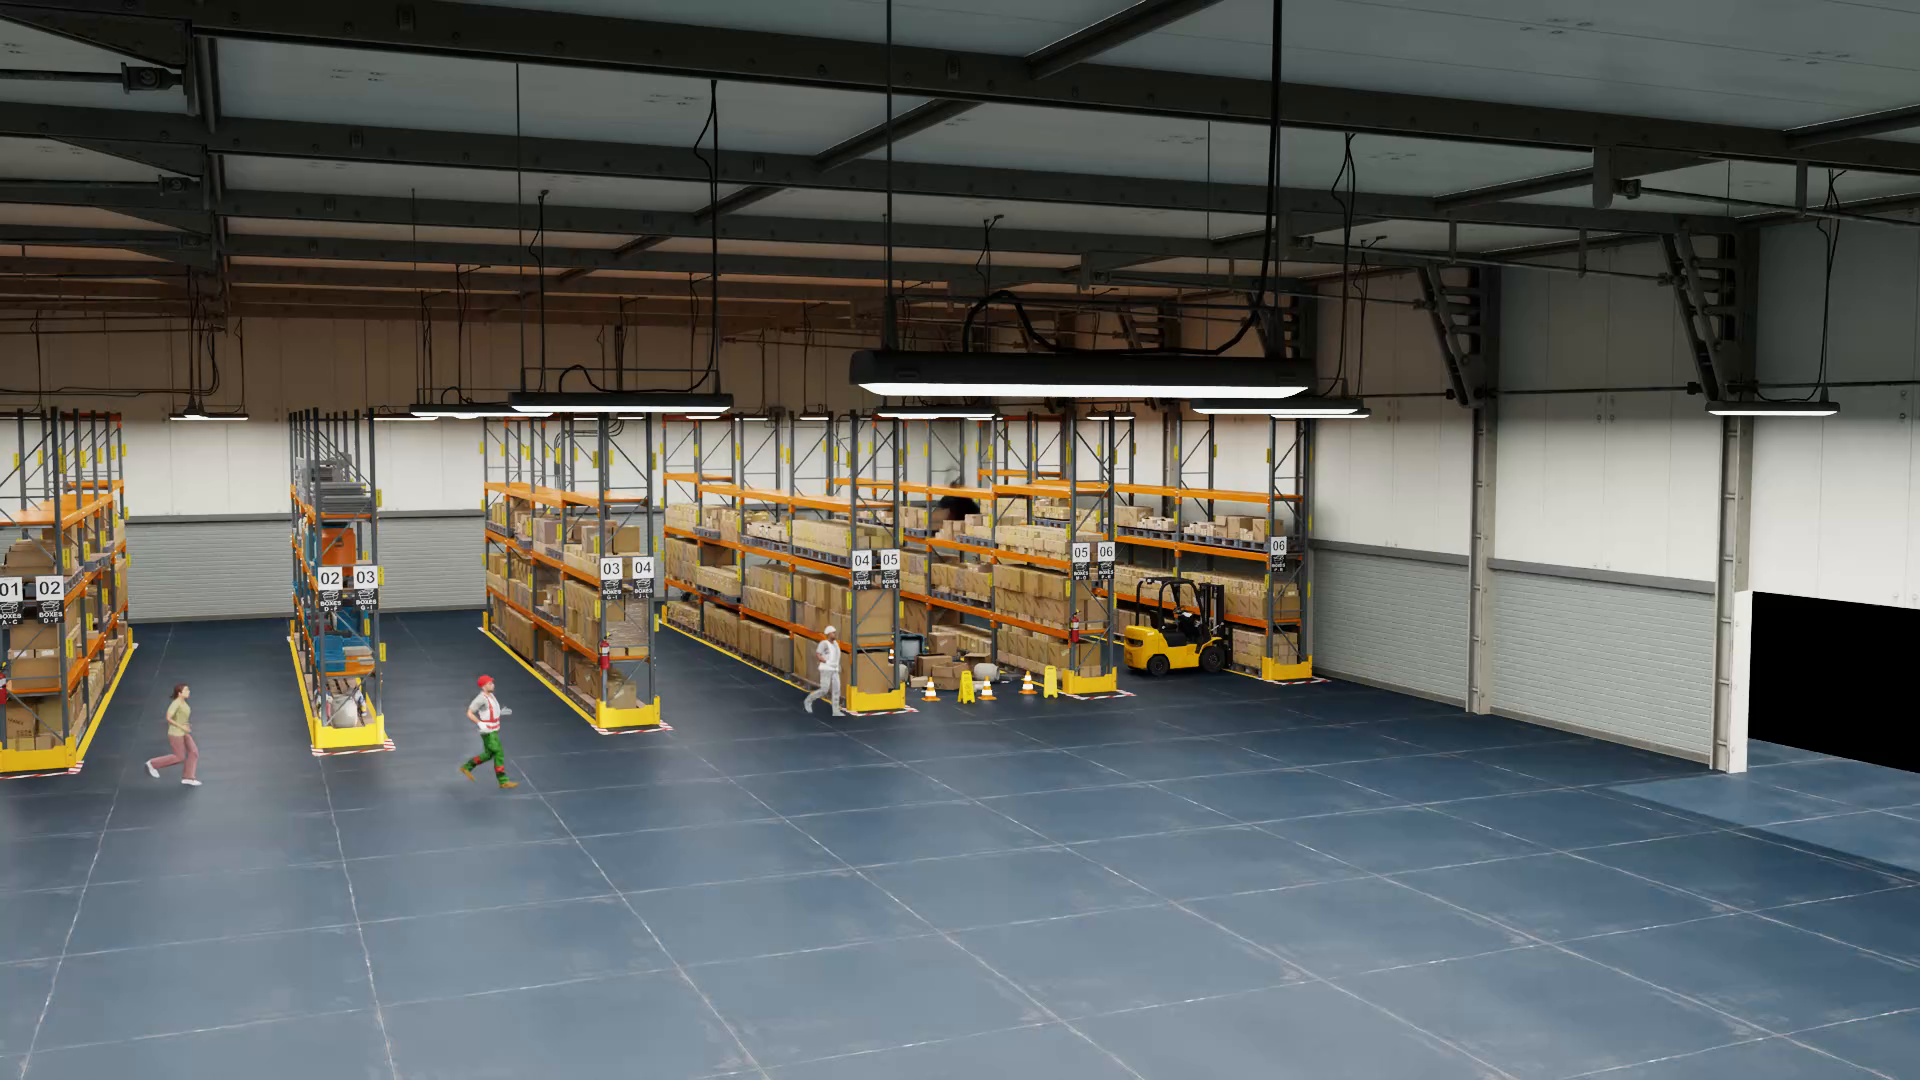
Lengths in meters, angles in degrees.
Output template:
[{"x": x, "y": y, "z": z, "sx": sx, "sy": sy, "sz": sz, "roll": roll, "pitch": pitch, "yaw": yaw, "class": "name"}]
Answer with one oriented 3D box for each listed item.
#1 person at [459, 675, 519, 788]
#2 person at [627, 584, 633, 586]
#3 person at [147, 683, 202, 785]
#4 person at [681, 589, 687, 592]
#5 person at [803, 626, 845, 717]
[{"x": -7.394, "y": 2.998, "z": 26.065, "sx": 0.947, "sy": 1.768, "sz": 0.642, "roll": 0, "pitch": 4, "yaw": 1, "class": "person"}, {"x": -9.571, "y": 1.623, "z": 47.826, "sx": 0.595, "sy": 1.331, "sz": 0.581, "roll": 3, "pitch": 5, "yaw": 34, "class": "person"}, {"x": -12.443, "y": 3.081, "z": 26.334, "sx": 0.805, "sy": 1.636, "sz": 0.598, "roll": -1, "pitch": 4, "yaw": -10, "class": "person"}, {"x": -8.040, "y": 1.506, "z": 49.368, "sx": 0.457, "sy": 1.526, "sz": 0.589, "roll": -1, "pitch": 4, "yaw": -9, "class": "person"}, {"x": -2.549, "y": 2.562, "z": 32.584, "sx": 0.930, "sy": 1.754, "sz": 0.688, "roll": 2, "pitch": 5, "yaw": 31, "class": "person"}]
